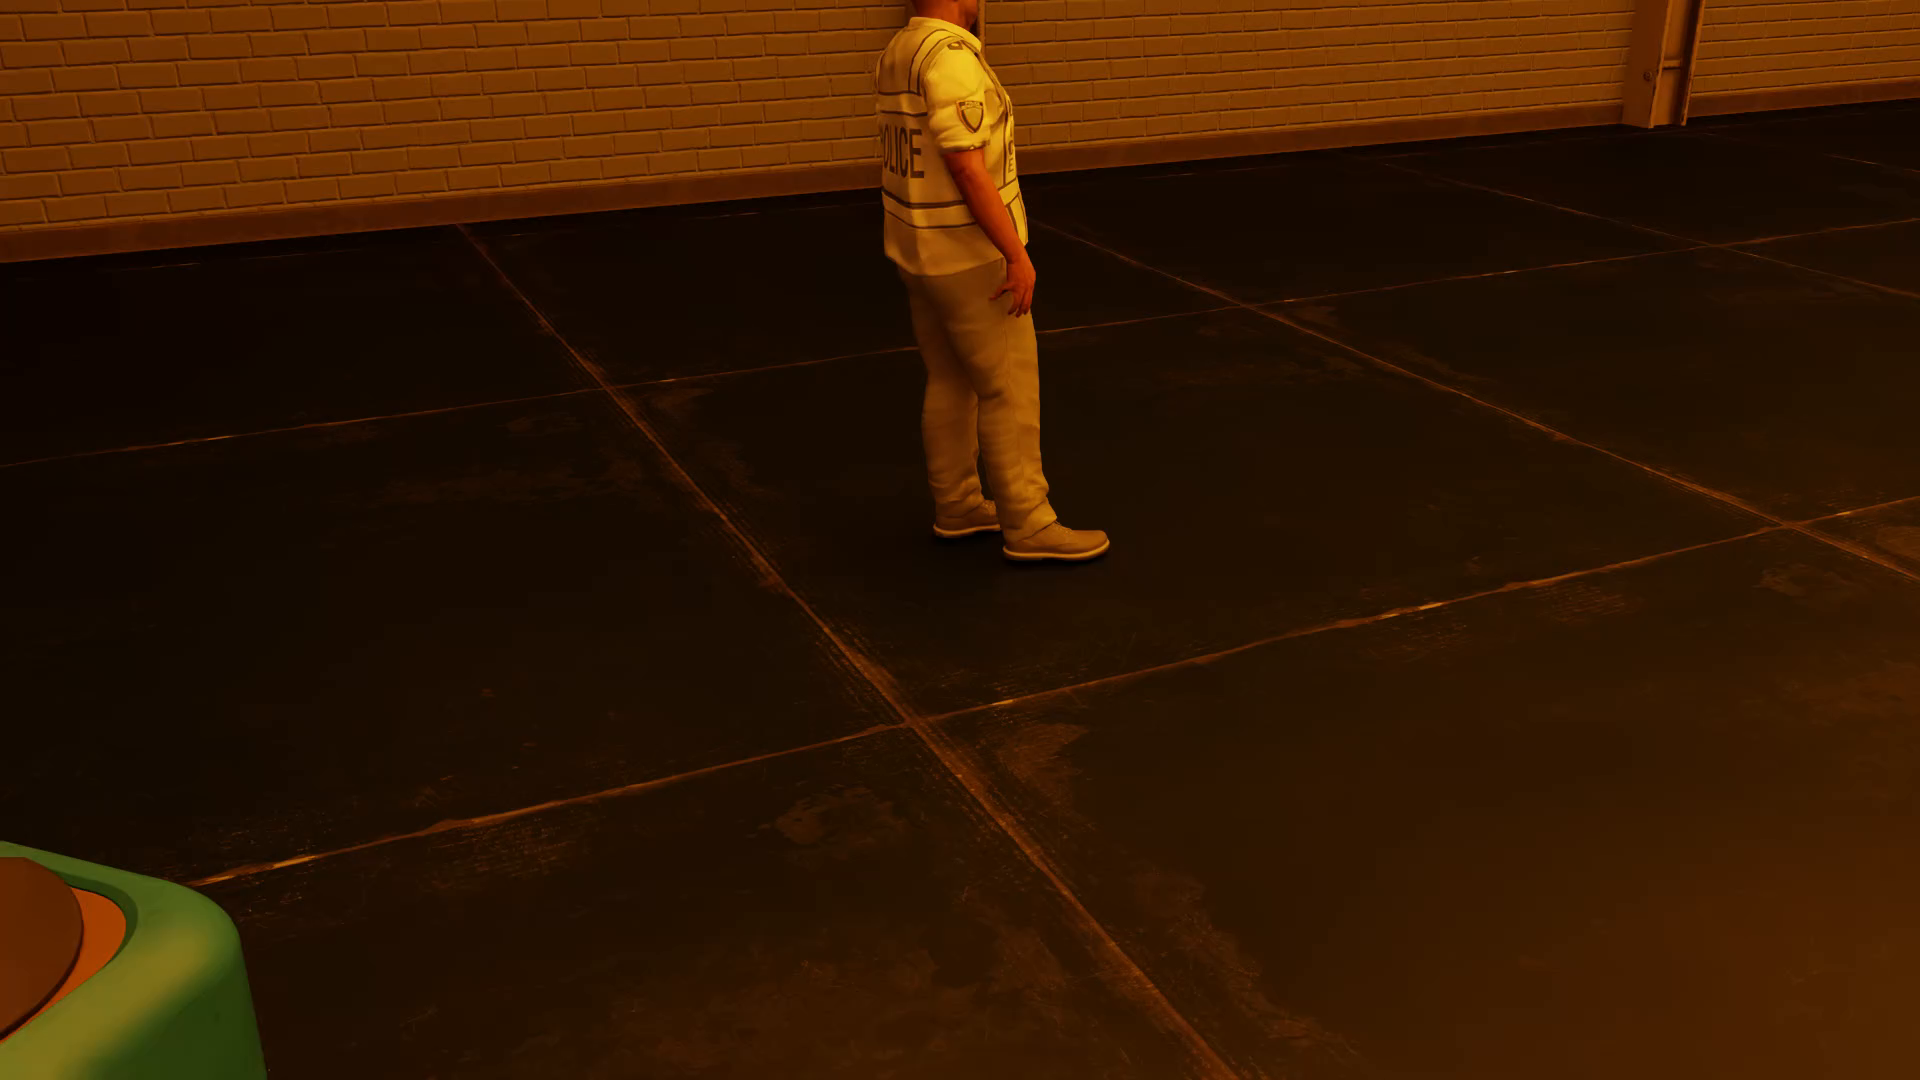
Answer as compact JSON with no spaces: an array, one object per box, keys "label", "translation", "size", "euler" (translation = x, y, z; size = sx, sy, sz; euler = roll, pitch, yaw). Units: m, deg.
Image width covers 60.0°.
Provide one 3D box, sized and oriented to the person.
[{"label":"person","translation":[0.076,-0.839,4.783],"size":[0.574,1.780,0.641],"euler":[-10,25,-23]}]
